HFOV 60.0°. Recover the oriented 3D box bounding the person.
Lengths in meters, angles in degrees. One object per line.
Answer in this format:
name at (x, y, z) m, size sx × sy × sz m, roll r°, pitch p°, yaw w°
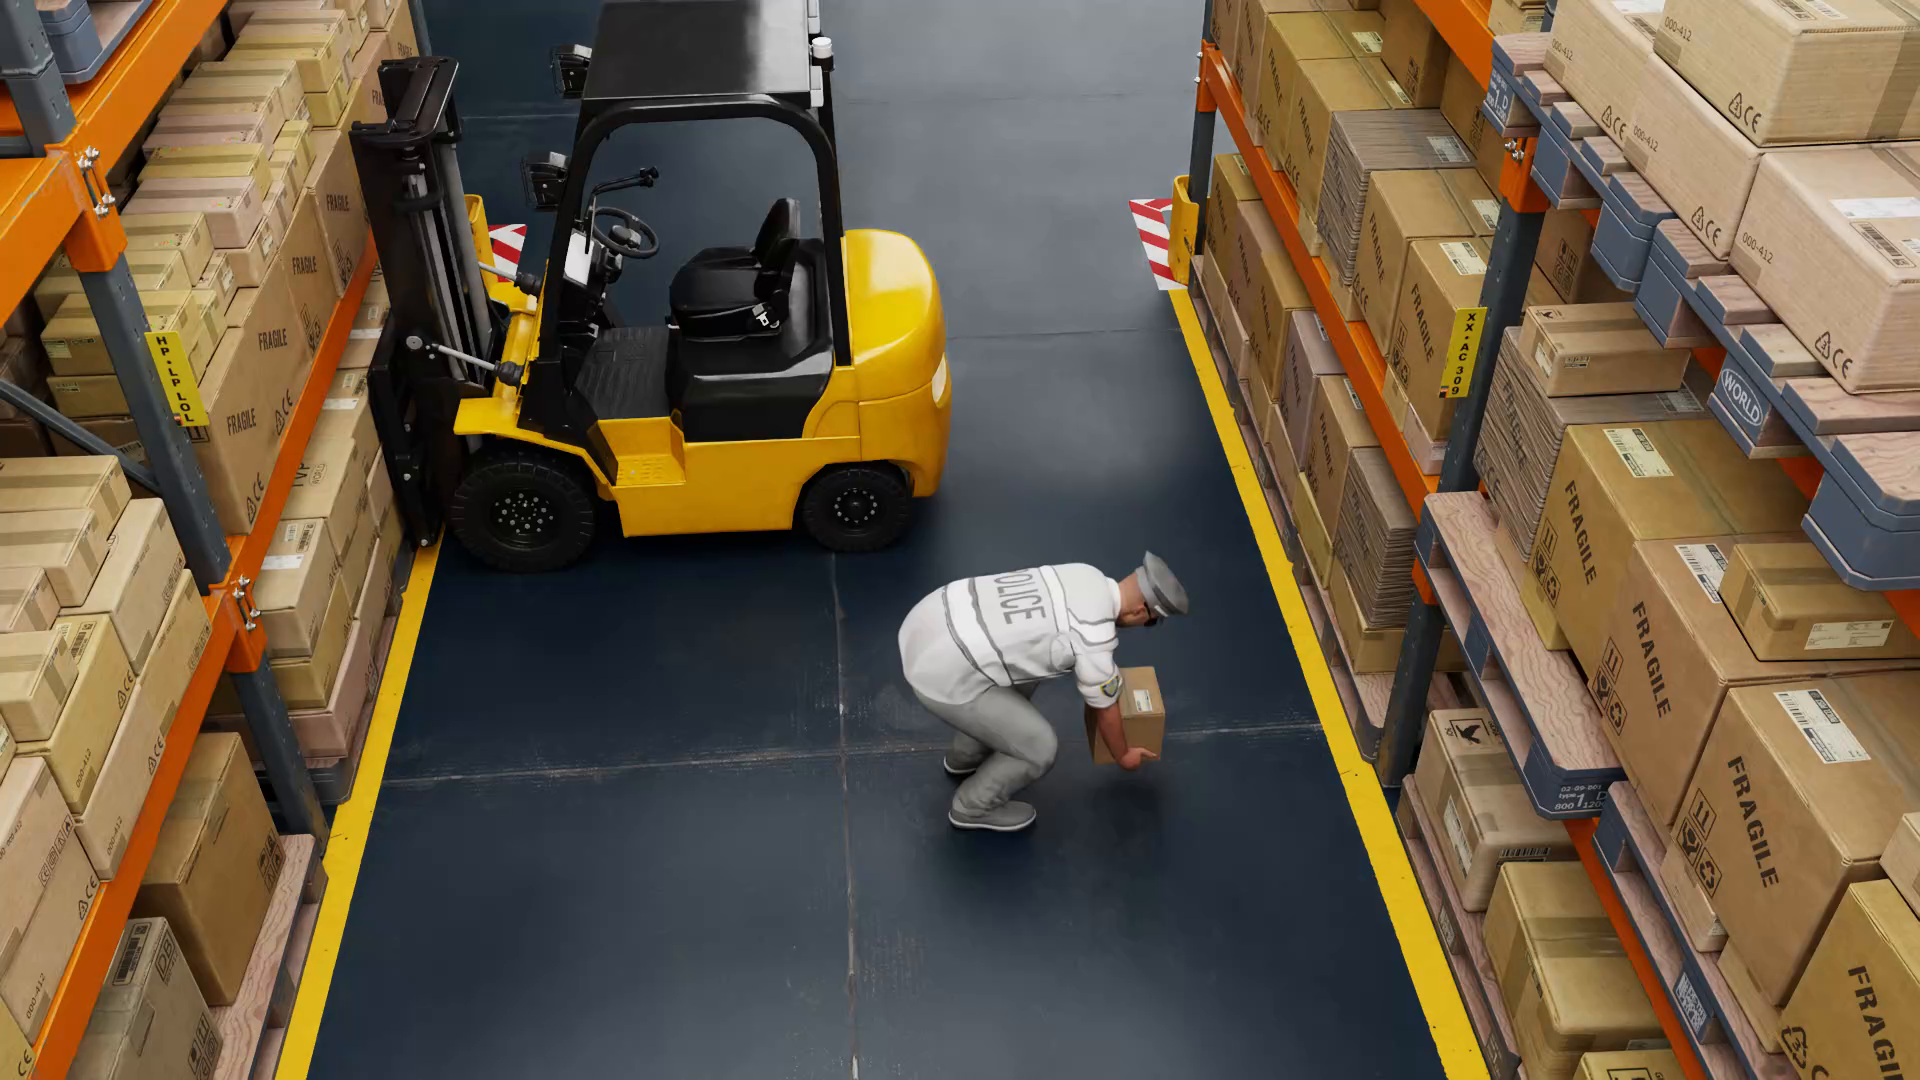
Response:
person at (0.302, 0.540, 6.030) m, size 1.033 × 1.063 × 0.524 m, roll -5°, pitch 39°, yaw -6°
